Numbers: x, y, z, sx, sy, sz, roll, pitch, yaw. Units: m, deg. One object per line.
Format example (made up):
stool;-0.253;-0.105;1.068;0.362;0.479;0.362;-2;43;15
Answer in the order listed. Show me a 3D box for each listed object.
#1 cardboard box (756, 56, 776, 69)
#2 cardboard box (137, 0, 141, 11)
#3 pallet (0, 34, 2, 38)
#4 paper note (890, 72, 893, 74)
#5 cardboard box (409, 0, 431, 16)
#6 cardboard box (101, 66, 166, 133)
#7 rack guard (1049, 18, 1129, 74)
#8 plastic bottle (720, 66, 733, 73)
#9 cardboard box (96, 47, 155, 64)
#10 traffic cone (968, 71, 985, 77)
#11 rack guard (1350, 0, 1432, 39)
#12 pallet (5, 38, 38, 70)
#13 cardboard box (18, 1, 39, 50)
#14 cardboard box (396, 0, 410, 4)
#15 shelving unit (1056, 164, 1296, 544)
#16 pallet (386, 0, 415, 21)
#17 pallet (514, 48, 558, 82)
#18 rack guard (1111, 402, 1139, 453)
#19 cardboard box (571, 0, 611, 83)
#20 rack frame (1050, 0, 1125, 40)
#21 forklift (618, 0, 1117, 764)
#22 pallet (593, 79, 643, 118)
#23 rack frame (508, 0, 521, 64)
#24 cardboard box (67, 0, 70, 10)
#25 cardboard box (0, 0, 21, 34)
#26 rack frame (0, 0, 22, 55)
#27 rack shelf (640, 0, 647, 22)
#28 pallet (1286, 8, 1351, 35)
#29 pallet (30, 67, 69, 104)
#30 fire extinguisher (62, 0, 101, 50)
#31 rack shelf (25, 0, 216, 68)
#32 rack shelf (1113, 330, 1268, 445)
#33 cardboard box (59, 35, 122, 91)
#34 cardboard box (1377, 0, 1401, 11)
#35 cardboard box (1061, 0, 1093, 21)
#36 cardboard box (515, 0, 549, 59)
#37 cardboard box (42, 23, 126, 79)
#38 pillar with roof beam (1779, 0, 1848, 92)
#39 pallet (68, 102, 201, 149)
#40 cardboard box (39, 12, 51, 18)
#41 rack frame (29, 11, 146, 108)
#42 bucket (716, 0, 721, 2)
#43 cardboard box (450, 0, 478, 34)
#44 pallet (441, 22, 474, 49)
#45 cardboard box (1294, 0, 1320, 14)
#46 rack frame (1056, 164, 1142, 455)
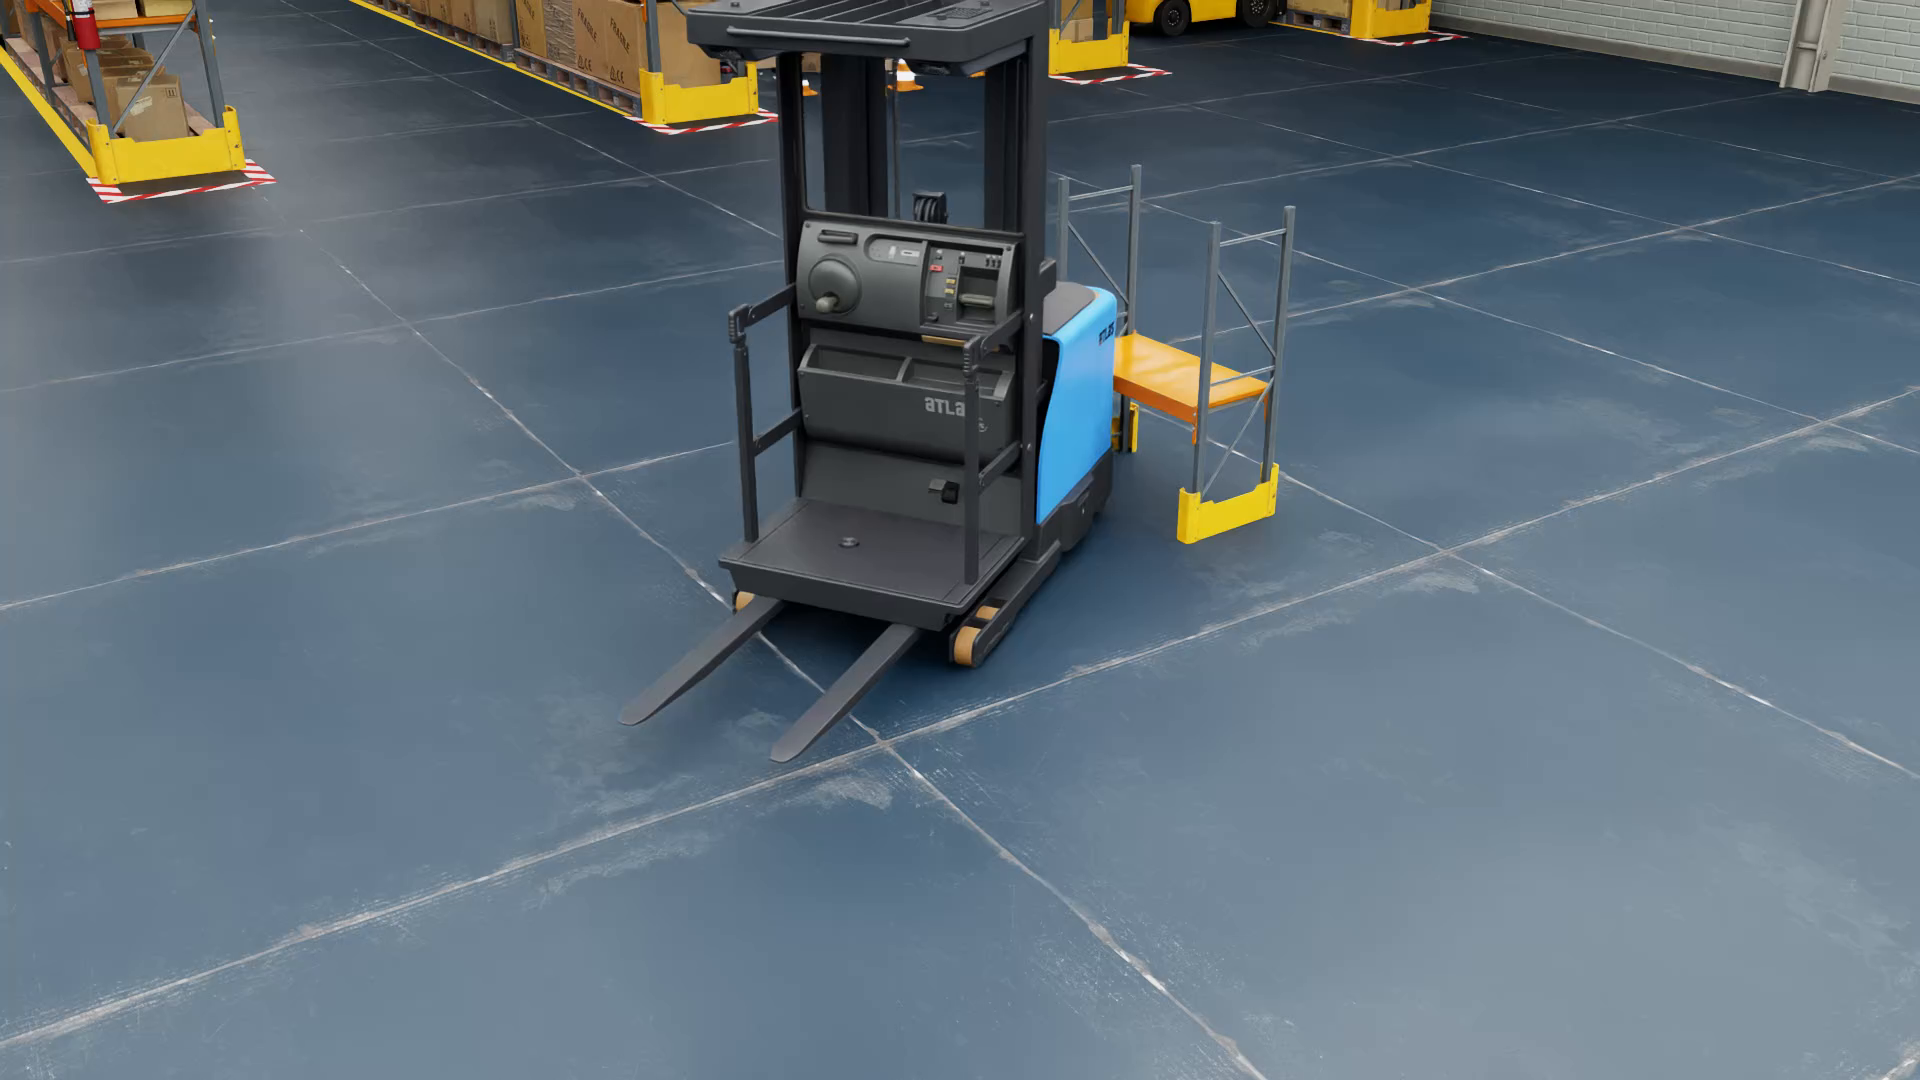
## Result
cardboard box;-2.334;-5.668;19.446;0.396;0.266;0.258;-10;27;-21
cardboard box;-6.919;-4.678;14.439;0.380;0.149;0.250;-16;29;-30
pallet;-12.239;-6.876;22.068;1.003;0.211;1.213;-16;29;-30
paper note;-0.723;-5.381;19.112;0.142;0.019;0.148;18;31;33
cardboard box;-6.742;-7.455;22.171;1.050;0.750;0.750;-16;30;-30
cardboard box;-7.524;-4.032;15.214;0.500;0.500;0.500;-8;26;-16
rack guard;1.419;-5.746;19.336;1.175;0.500;0.348;-16;29;-30
plastic bottle;-2.640;-5.449;19.221;0.133;0.061;0.283;18;31;33
cardboard box;-8.118;-4.471;16.143;0.500;0.500;0.500;-19;31;-34
traffic cone;0.145;-5.555;18.976;0.336;0.463;0.334;-16;29;-30
rack guard;5.630;-6.868;21.714;1.175;0.500;0.348;-16;29;-30
pallet;-10.784;-5.860;19.917;1.003;0.211;1.213;-16;29;-30
cardboard box;-10.514;-6.039;19.442;0.700;0.500;0.500;-18;31;-34
cardboard box;-7.577;-7.755;23.100;0.500;0.500;0.500;-16;29;-30
shelving unit;0.970;-0.917;7.935;0.587;1.500;1.083;-17;30;-32
pallet;-7.424;-7.540;23.474;1.003;0.211;1.213;-16;29;-30
pallet;-4.466;-5.539;19.236;1.003;0.211;1.213;-16;29;-30
rack guard;0.675;-0.523;8.565;0.587;0.250;0.087;-17;30;-32
cardboard box;-3.539;-5.430;17.736;0.875;0.875;0.875;-16;30;-30
rack frame;1.461;-6.849;18.745;1.000;3.000;0.127;-16;29;-30
forklift;-0.306;-1.020;6.478;1.130;2.935;3.031;10;27;21
pallet;-3.134;-4.666;17.387;1.003;0.211;1.213;-16;29;-30
rack frame;-4.815;-7.090;19.256;1.000;3.000;0.127;-16;29;-30
cardboard box;-7.487;-4.647;14.374;0.380;0.149;0.250;-16;29;-30
cardboard box;-11.569;-6.882;20.811;1.225;0.875;0.875;-17;30;-32
rack frame;-11.210;-7.401;19.914;1.000;3.000;0.127;-16;29;-30
rack shelf;-3.723;-6.050;17.894;1.077;0.370;4.000;-16;29;-30
pallet;5.165;-7.010;22.352;1.003;0.211;1.213;-16;29;-30
pallet;-9.452;-4.988;18.068;1.003;0.211;1.213;-16;29;-30
fire extinguisher;-7.166;-4.356;13.555;0.296;0.674;0.183;-16;29;-30
rack shelf;-7.934;-4.930;15.522;1.077;0.370;4.000;-16;29;-30
rack shelf;0.975;-0.751;8.005;0.538;0.185;1.000;-17;30;-32
cardboard box;-8.841;-4.878;17.005;0.500;0.500;0.500;-17;30;-31
cardboard box;5.513;-7.175;22.164;0.500;0.250;0.500;-15;29;-29
cardboard box;1.238;-6.496;19.848;0.500;0.500;0.500;-17;30;-31
cardboard box;-4.531;-6.078;19.108;0.875;0.875;0.875;-15;29;-29
cardboard box;-9.343;-5.264;17.799;0.700;0.500;0.500;-18;31;-33
pillar with roof beam;5.661;-8.030;14.219;9.100;9.000;0.400;-16;29;-30
pallet;-7.960;-4.041;16.062;1.003;0.211;1.213;-16;29;-30
cardboard box;-9.894;-5.639;18.594;0.700;0.500;0.500;-18;31;-34
rack frame;-9.026;-5.970;16.884;1.000;3.000;0.127;-16;29;-30
bucket;-2.809;-6.786;20.665;0.726;0.611;0.620;-6;16;-12
cardboard box;-5.753;-6.810;20.805;1.050;0.750;0.750;-16;29;-30
pallet;-5.970;-6.524;21.324;1.003;0.211;1.213;-16;29;-30
cardboard box;4.833;-7.228;22.277;0.500;0.250;0.500;-16;29;-30
rack frame;0.675;-1.089;8.299;0.500;1.500;0.032;-17;30;-32
